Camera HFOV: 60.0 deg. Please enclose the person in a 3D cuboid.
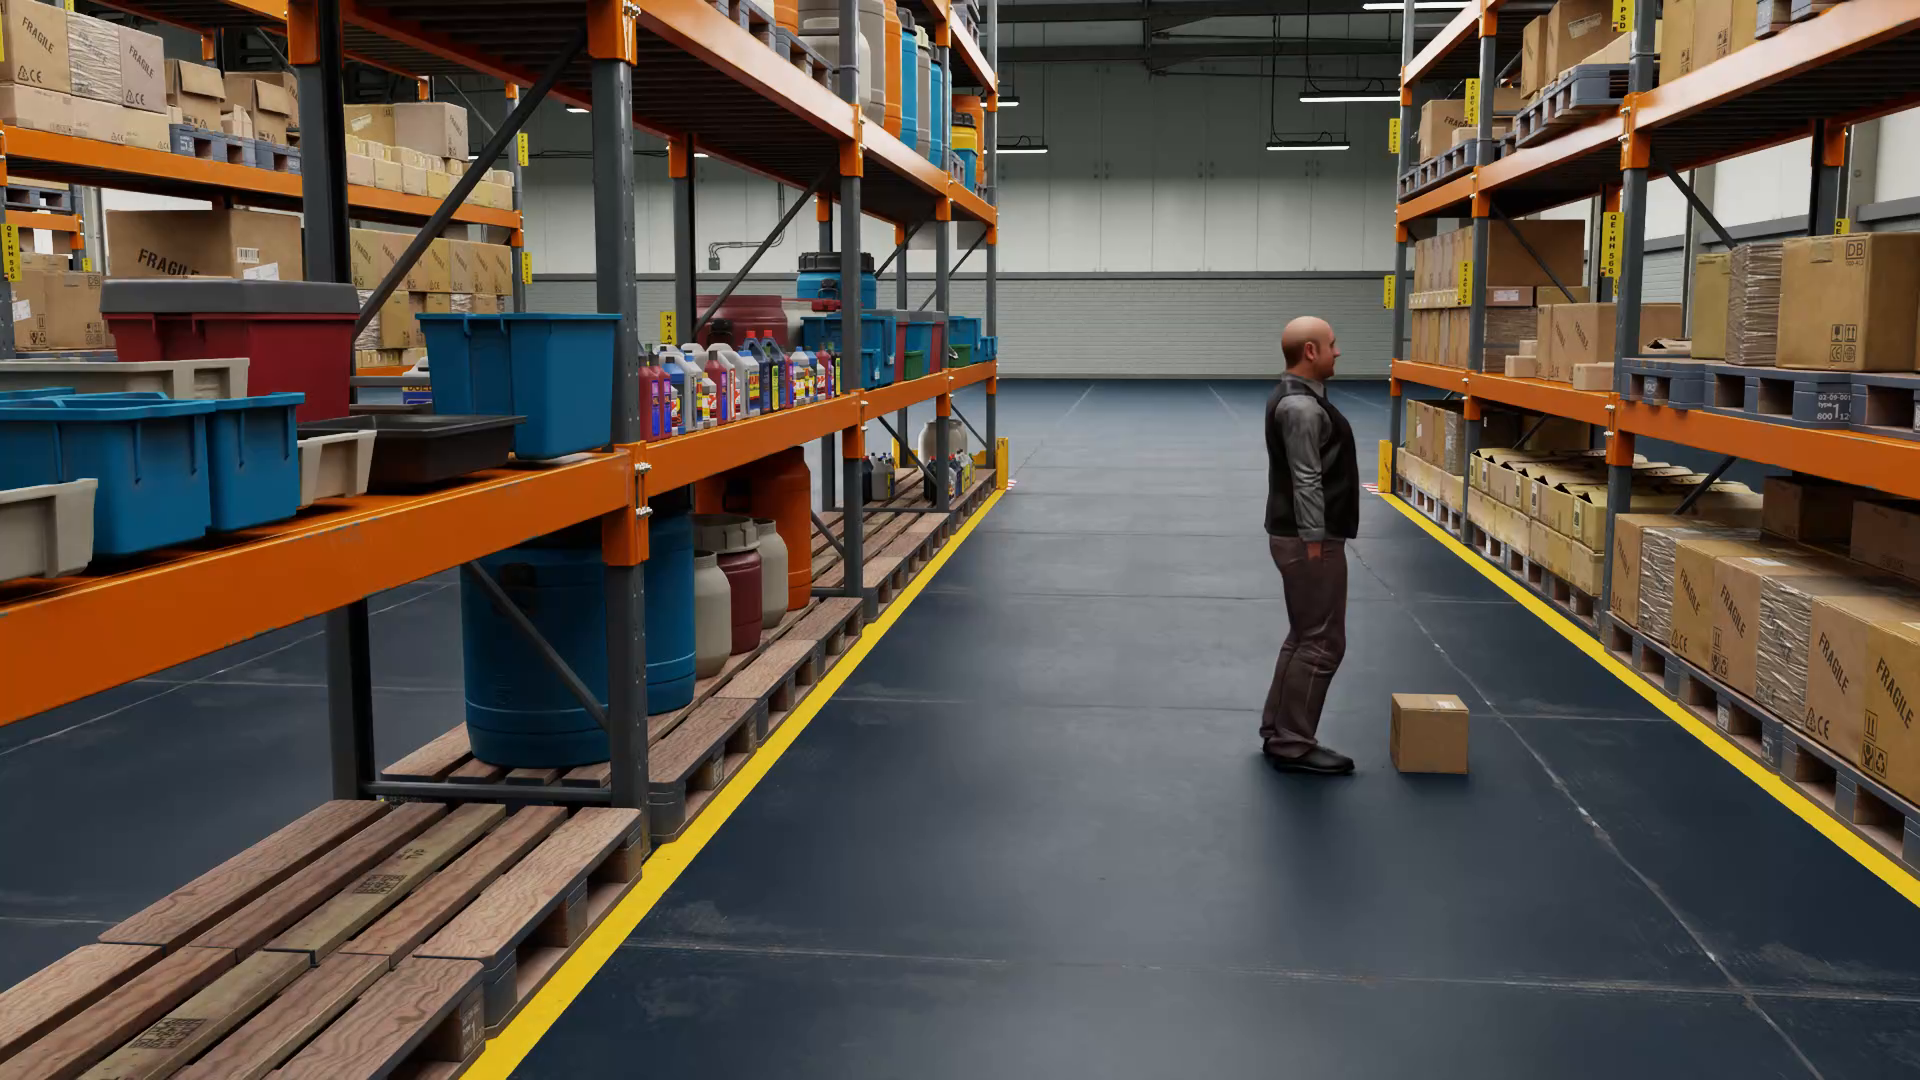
[{"bbox_3d":[1.337,0.022,6.355,0.361,1.740,0.531,1,8,8],"label":"person"}]
